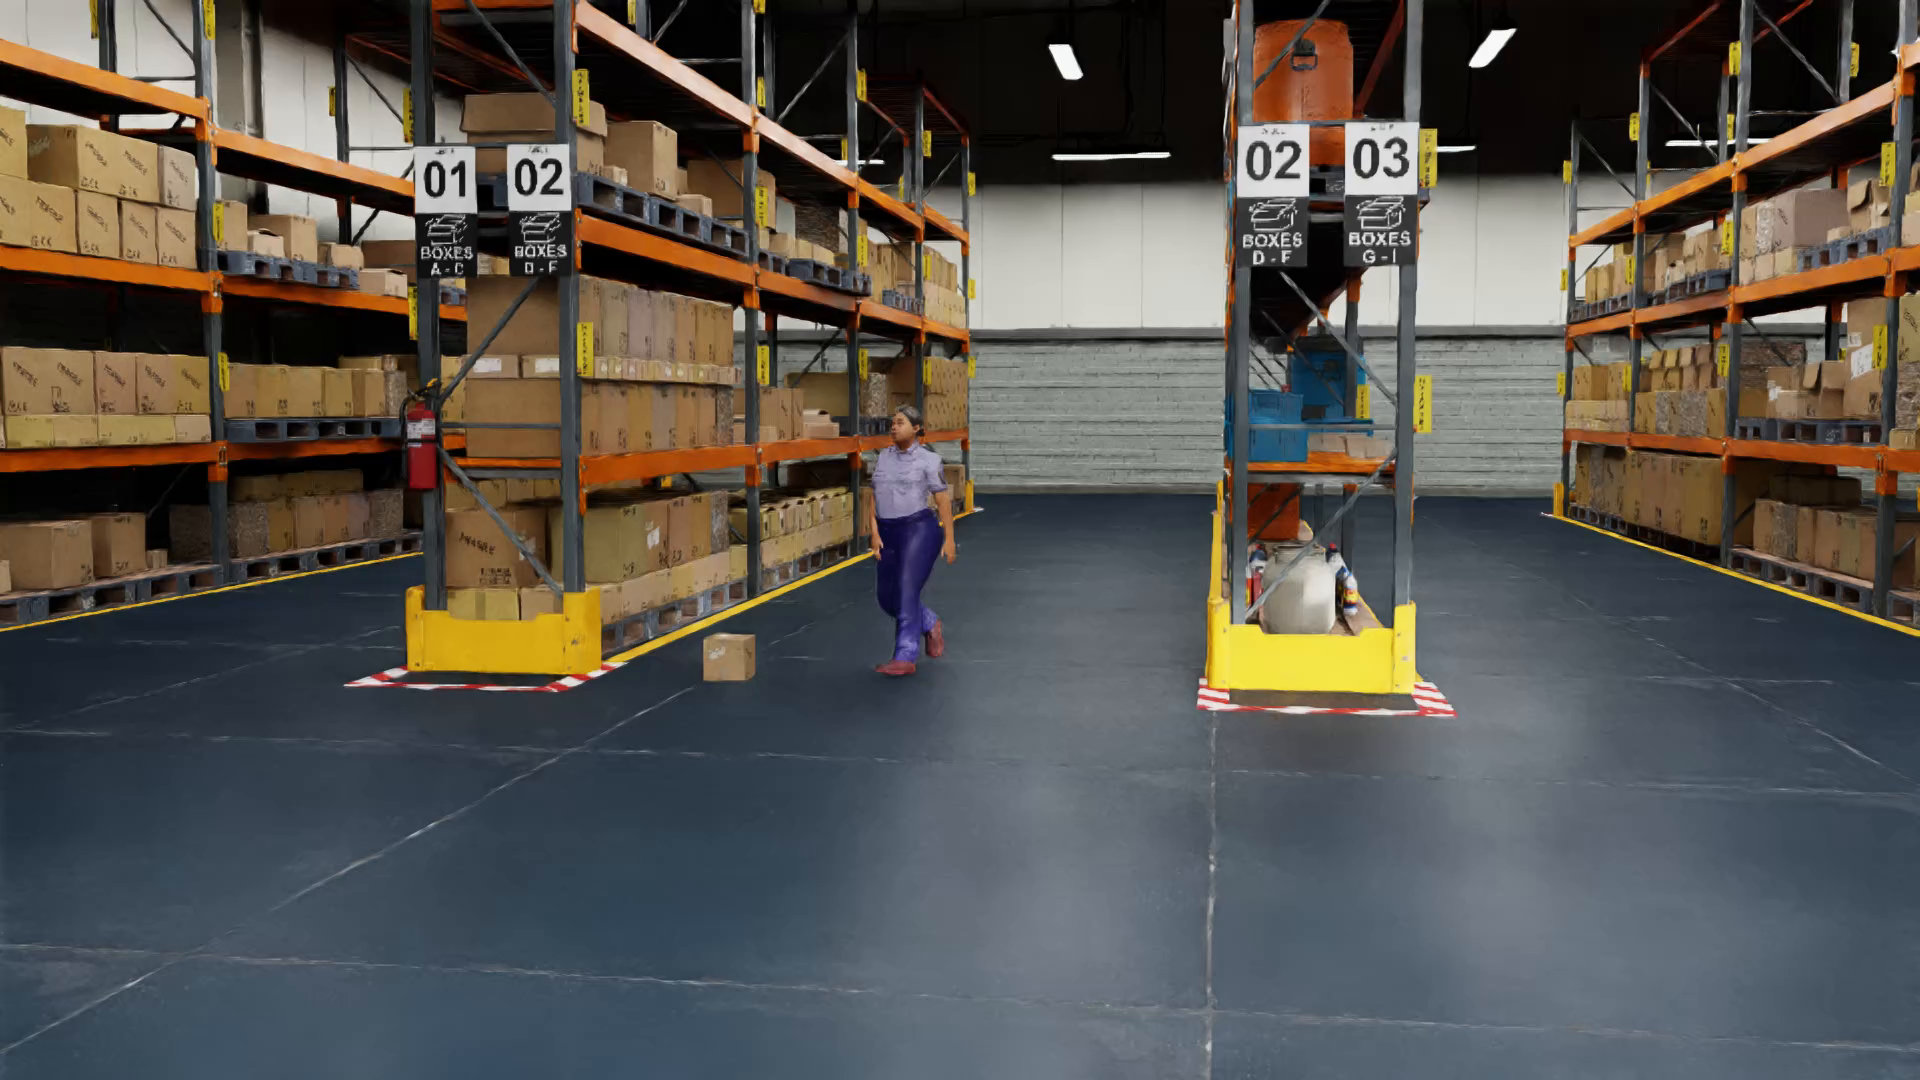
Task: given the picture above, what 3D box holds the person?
[{"bbox_3d":[-0.295,-0.013,10.182,0.504,1.613,0.800,3,6,34],"label":"person"}]
